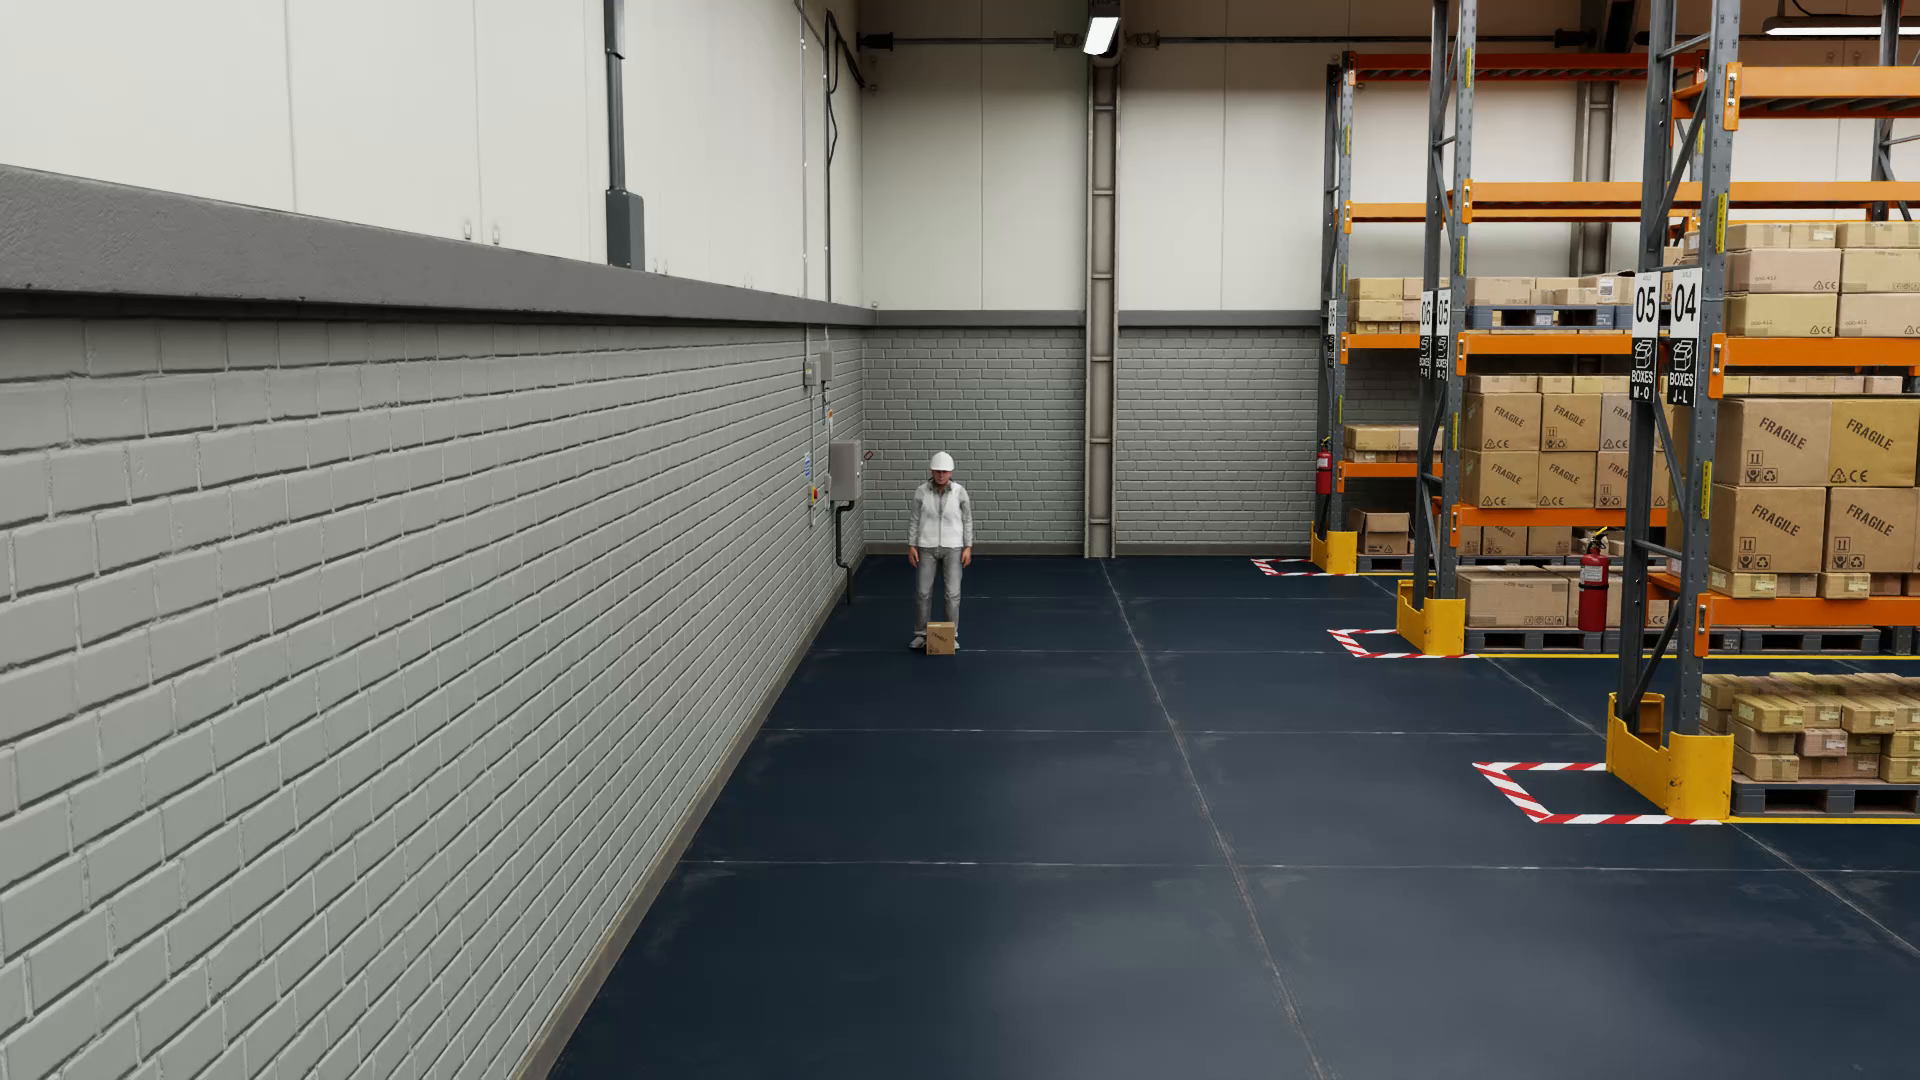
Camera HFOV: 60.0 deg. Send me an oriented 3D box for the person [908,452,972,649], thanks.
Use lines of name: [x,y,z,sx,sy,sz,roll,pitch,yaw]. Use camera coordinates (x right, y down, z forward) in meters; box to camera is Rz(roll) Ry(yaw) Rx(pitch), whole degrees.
person: [-0.179,0.087,14.965,0.580,1.771,0.463,0,7,1]
